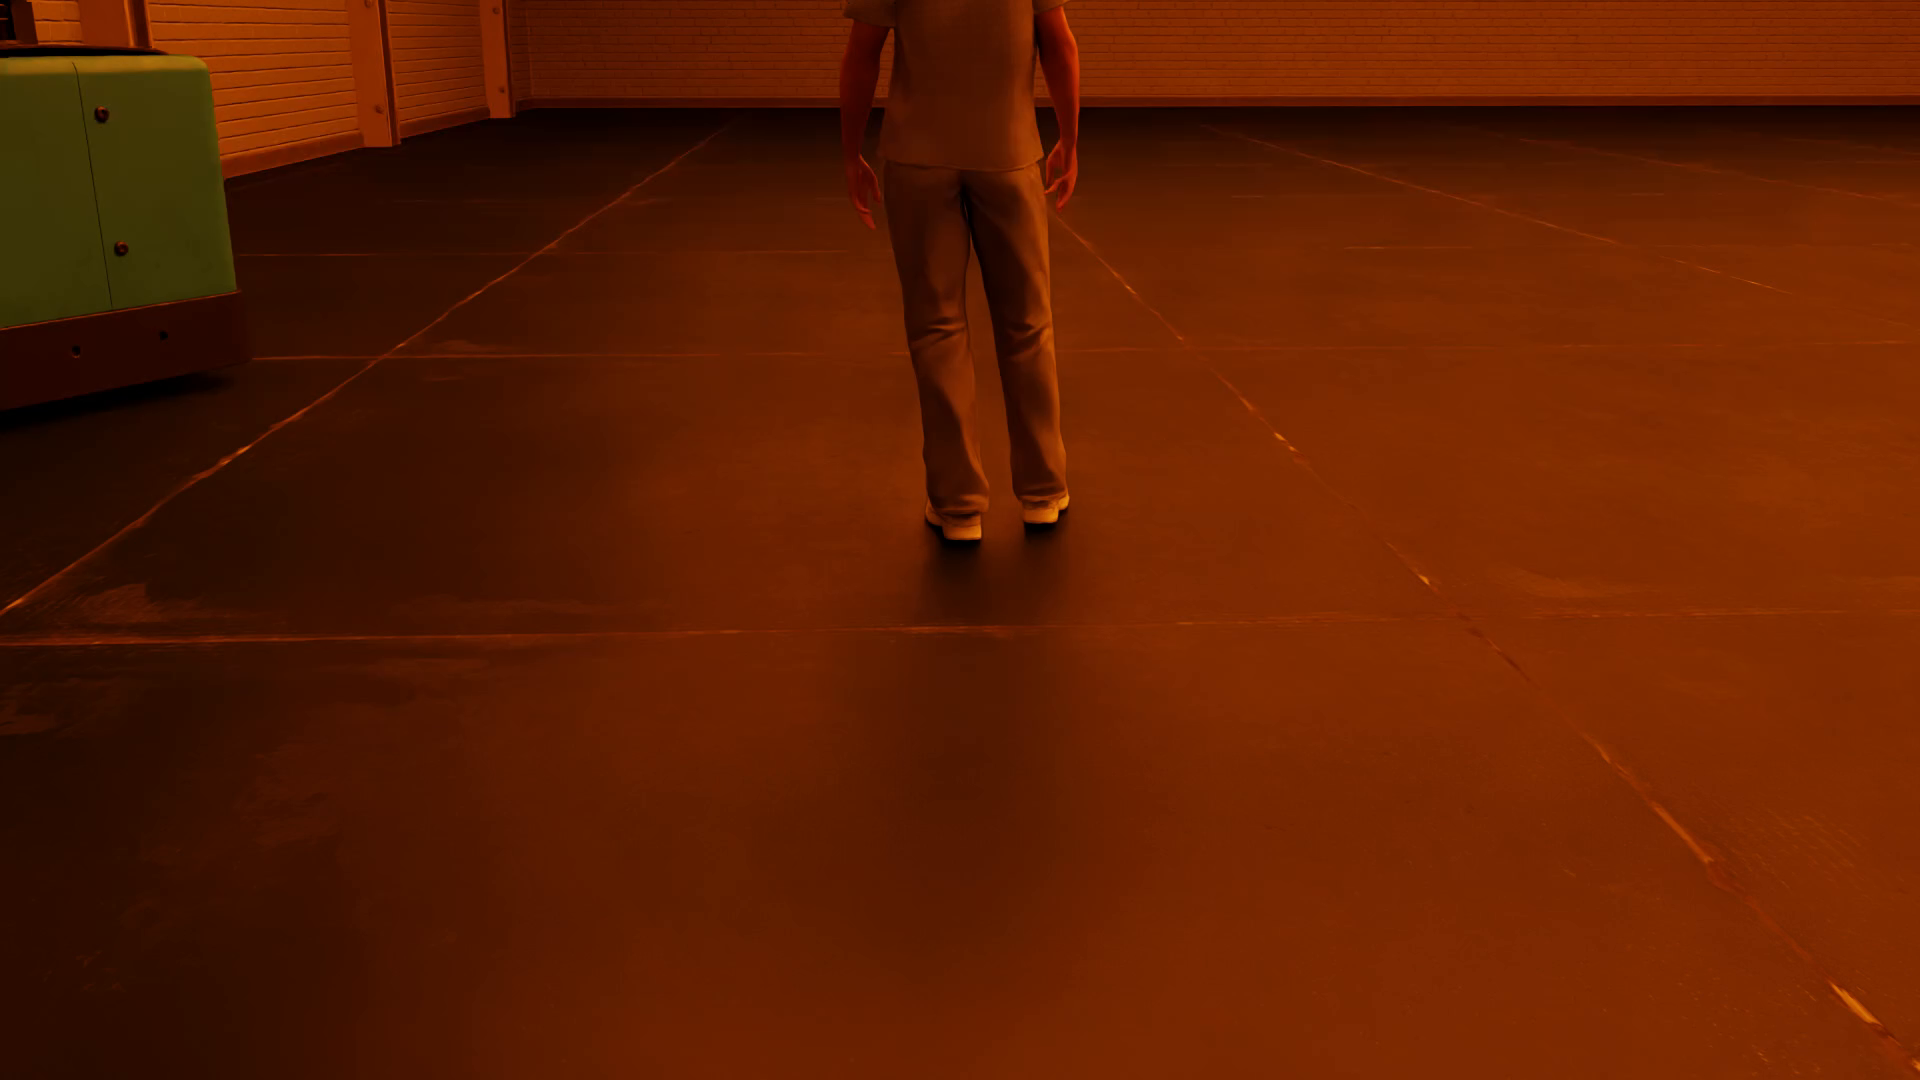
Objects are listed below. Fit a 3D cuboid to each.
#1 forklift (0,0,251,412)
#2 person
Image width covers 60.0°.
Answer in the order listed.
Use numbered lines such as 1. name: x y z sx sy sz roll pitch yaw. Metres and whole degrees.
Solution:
1. forklift: -3.959 -2.031 5.546 3.031 2.935 1.130 9 19 28
2. person: 0.009 -0.830 3.742 0.550 1.675 0.549 -1 17 -3
